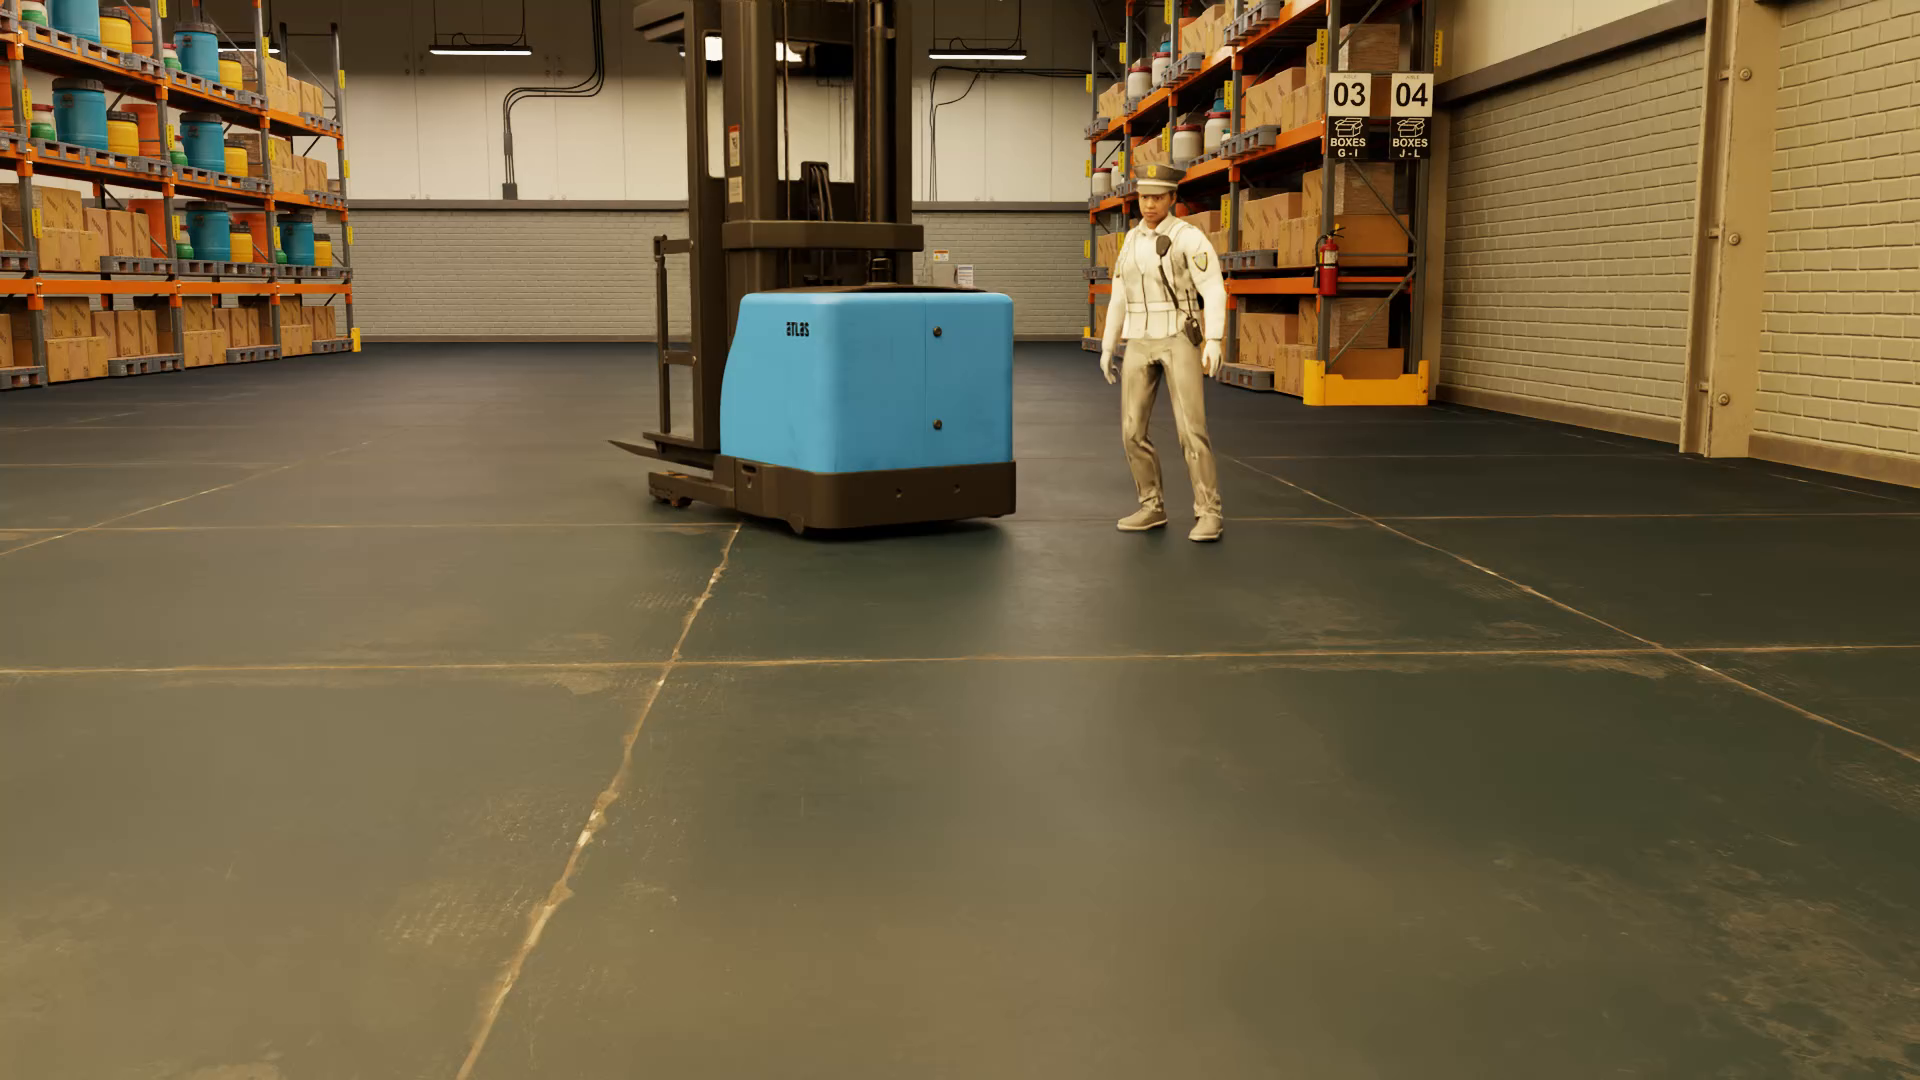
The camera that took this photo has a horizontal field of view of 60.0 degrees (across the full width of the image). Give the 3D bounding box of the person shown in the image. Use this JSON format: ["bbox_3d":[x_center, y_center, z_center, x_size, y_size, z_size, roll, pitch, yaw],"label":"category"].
[{"bbox_3d":[0.907,-0.848,7.453,0.713,1.642,0.376,7,11,39],"label":"person"}]

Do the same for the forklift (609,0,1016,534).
[{"bbox_3d":[-0.955,-1.649,8.434,1.130,2.935,3.031,-5,10,-32],"label":"forklift"}]
